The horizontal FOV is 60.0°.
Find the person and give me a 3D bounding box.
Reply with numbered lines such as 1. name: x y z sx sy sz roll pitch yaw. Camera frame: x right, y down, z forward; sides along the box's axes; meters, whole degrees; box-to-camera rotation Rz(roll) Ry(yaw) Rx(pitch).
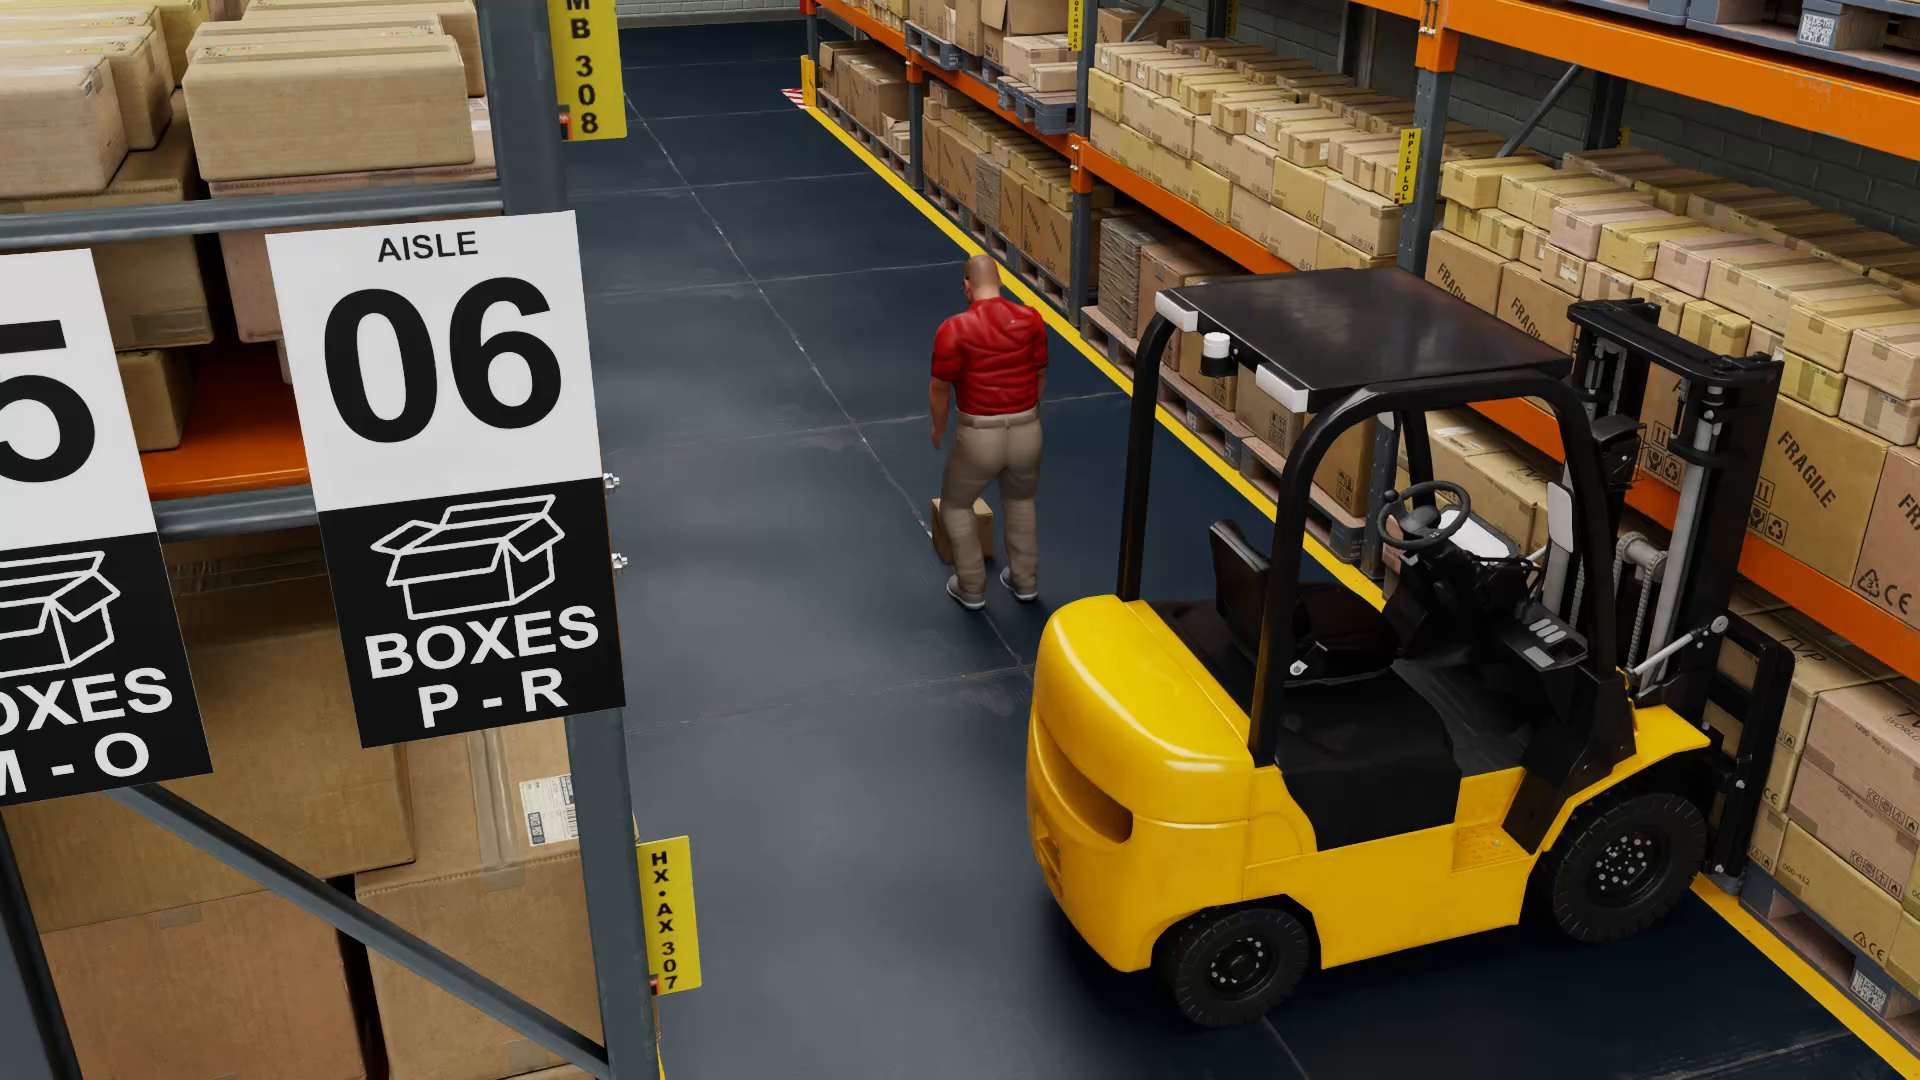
1. person: 0.132 -0.473 7.682 0.561 1.667 0.441 -7 27 -15
